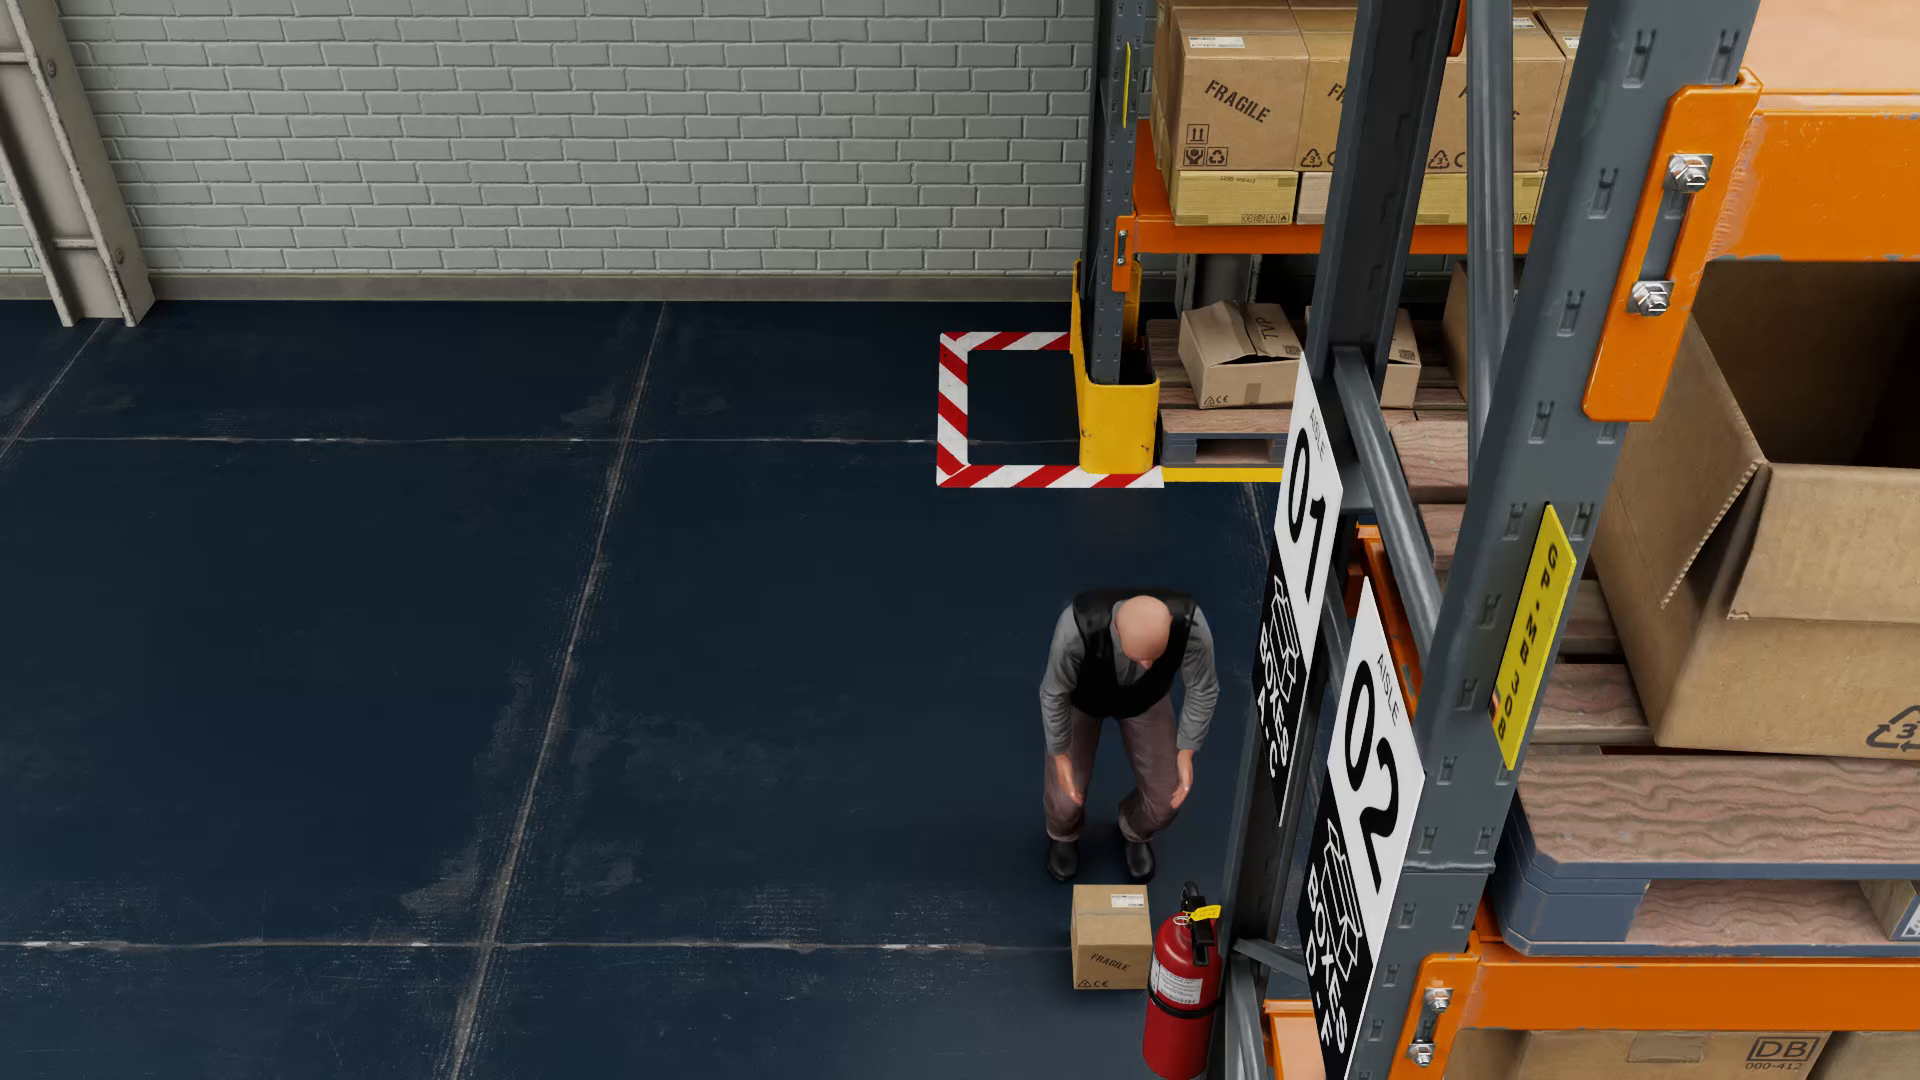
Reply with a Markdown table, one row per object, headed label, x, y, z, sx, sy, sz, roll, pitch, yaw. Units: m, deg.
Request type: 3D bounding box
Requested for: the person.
| label | x | y | z | sx | sy | sz | roll | pitch | yaw |
| --- | --- | --- | --- | --- | --- | --- | --- | --- | --- |
| person | 0.555 | 0.607 | 5.649 | 0.590 | 1.455 | 0.670 | 0 | 39 | 0 |
